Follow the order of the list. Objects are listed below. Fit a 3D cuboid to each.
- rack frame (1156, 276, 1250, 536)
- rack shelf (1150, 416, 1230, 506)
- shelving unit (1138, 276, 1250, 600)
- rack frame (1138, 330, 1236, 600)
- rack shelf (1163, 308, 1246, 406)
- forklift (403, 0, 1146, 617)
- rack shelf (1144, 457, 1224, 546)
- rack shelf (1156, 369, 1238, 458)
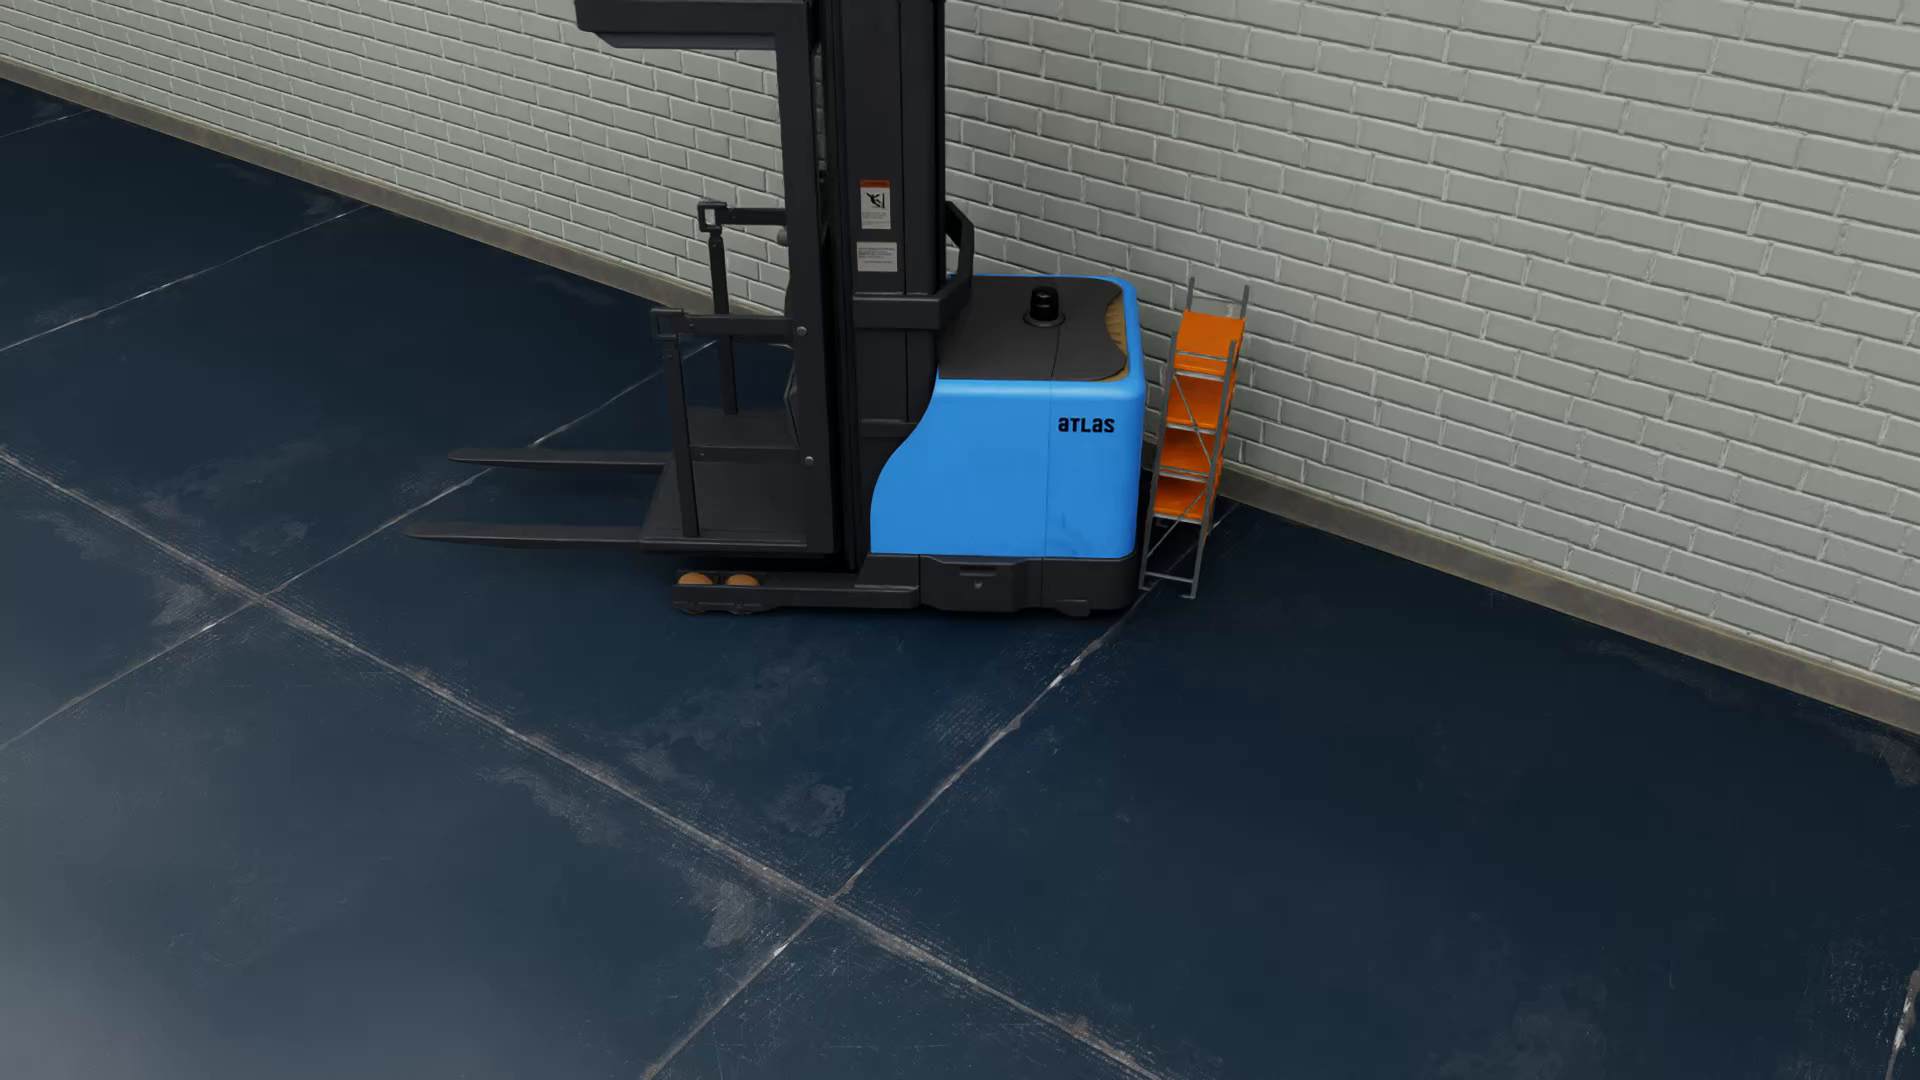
[{"bbox_3d":[1.007,-0.536,6.960,0.240,1.200,0.015,10,35,10],"label":"rack frame"},{"bbox_3d":[0.943,-0.348,6.803,0.258,0.148,0.480,10,35,10],"label":"rack shelf"},{"bbox_3d":[0.946,-0.404,6.765,0.258,1.200,0.503,10,35,10],"label":"shelving unit"},{"bbox_3d":[0.886,-0.271,6.569,0.240,1.200,0.015,10,35,10],"label":"rack frame"},{"bbox_3d":[0.965,-0.726,6.541,0.258,0.148,0.480,10,35,10],"label":"rack shelf"},{"bbox_3d":[-0.783,-1.202,6.411,3.031,2.935,1.130,1,34,2],"label":"forklift"},{"bbox_3d":[0.934,-0.185,6.916,0.258,0.148,0.480,10,35,10],"label":"rack shelf"},{"bbox_3d":[0.954,-0.532,6.675,0.258,0.148,0.480,10,35,10],"label":"rack shelf"}]
